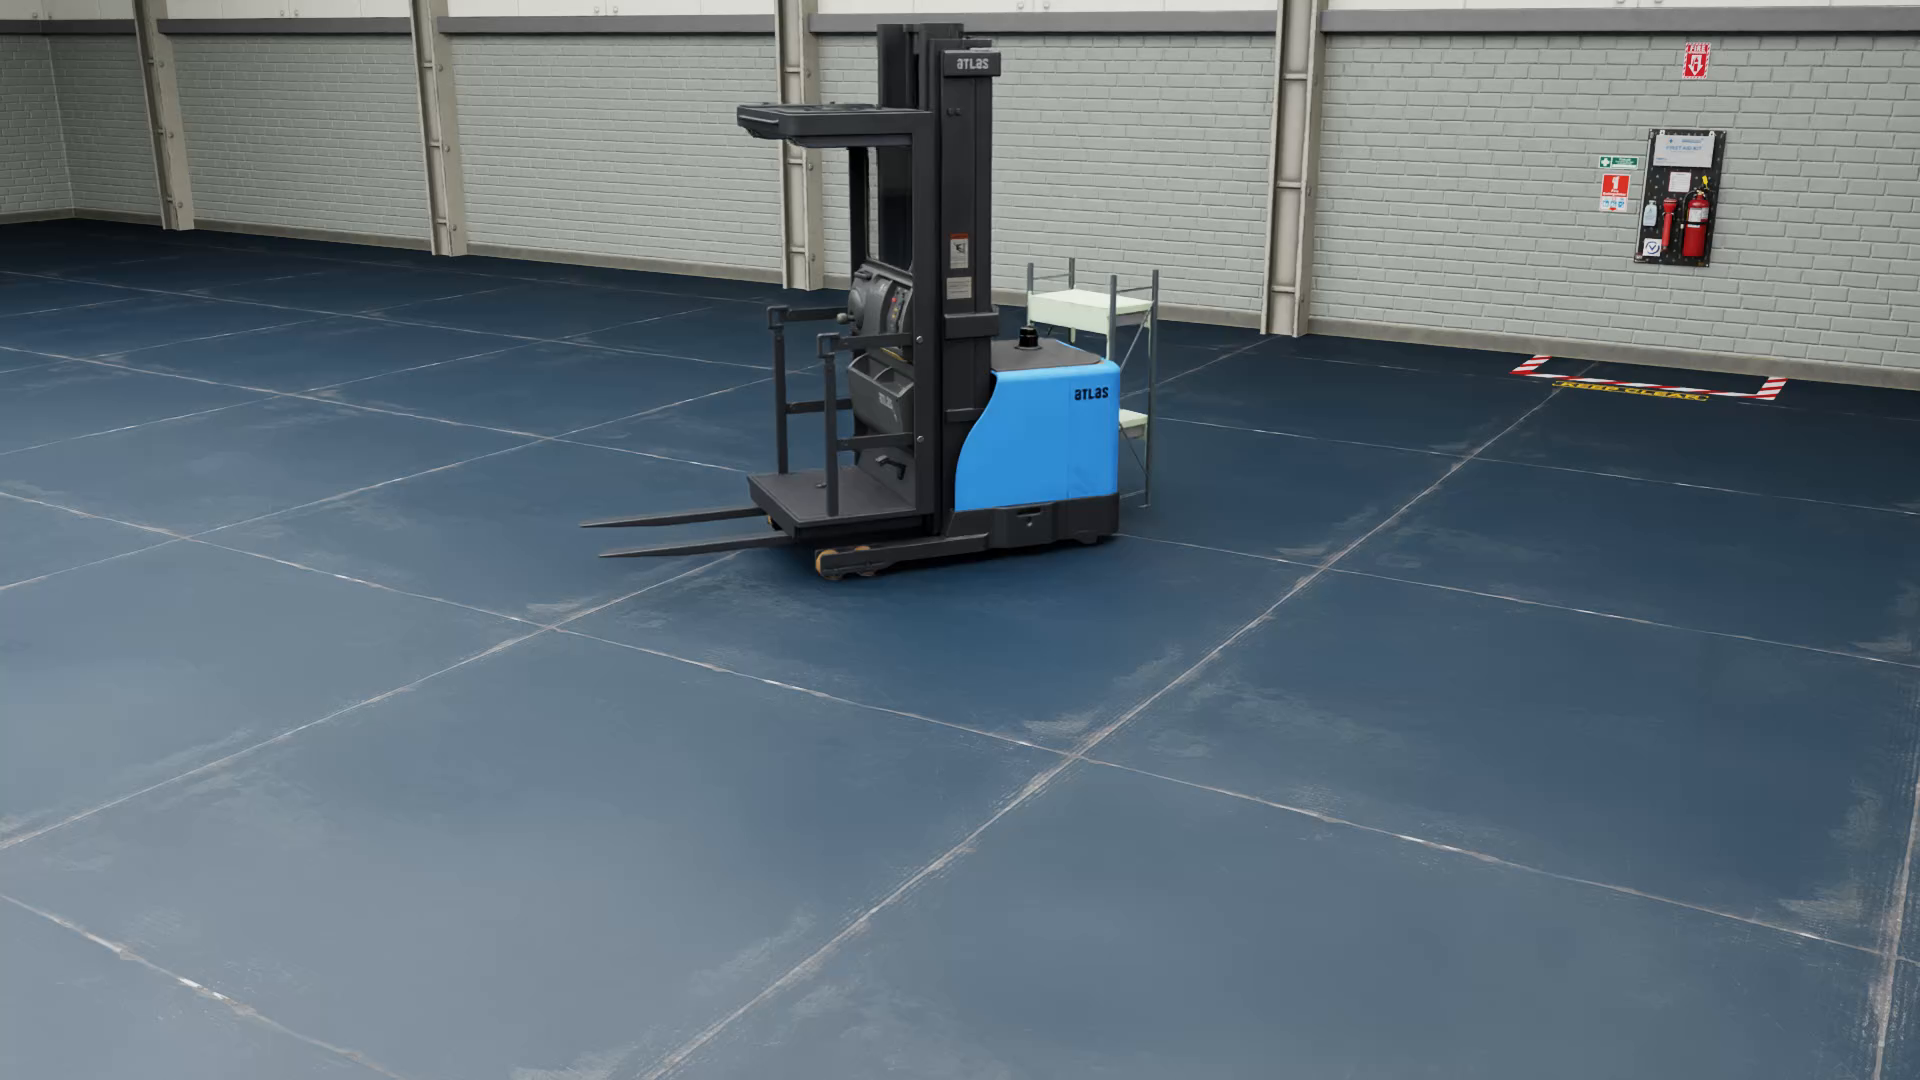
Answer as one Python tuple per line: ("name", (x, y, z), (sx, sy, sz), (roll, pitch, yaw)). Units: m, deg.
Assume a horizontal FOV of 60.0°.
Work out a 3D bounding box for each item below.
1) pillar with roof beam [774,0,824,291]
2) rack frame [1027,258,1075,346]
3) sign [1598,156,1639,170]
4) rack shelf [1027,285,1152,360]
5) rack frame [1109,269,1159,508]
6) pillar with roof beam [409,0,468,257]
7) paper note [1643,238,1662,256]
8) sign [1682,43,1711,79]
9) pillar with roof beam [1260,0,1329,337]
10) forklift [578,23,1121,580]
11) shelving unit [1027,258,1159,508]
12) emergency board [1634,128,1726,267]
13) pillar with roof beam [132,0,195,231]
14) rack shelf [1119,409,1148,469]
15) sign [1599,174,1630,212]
("pillar with roof beam", (-4.106, -6.231, 14.910), (0.400, 9.000, 9.100), (10, 20, 30))
("rack frame", (0.582, -1.061, 10.795), (0.400, 1.500, 0.023), (-14, 22, -38))
("sign", (5.869, -3.364, 14.821), (0.331, 0.109, 0.001), (10, 20, 30))
("rack shelf", (0.820, -1.354, 10.415), (0.431, 0.370, 0.720), (-14, 22, -38))
("rack frame", (1.057, -0.899, 10.262), (0.400, 1.500, 0.023), (-14, 22, -38))
("pillar with roof beam", (-9.219, -7.143, 17.915), (0.400, 9.000, 9.100), (10, 20, 30))
("paper note", (6.172, -2.609, 14.825), (0.142, 0.148, 0.016), (10, 20, 30))
("sign", (6.332, -4.122, 14.300), (0.199, 0.298, 0.001), (10, 20, 30))
("pillar with roof beam", (1.007, -5.318, 11.906), (0.400, 9.000, 9.100), (10, 20, 30))
("forklift", (-0.633, -1.355, 9.299), (3.031, 2.935, 1.130), (-7, 18, -21))
("shelving unit", (0.820, -0.980, 10.528), (0.431, 1.500, 0.755), (-14, 22, -38))
("emergency board", (6.287, -2.986, 14.552), (0.643, 1.169, 0.194), (10, 20, 30))
("pillar with roof beam", (-14.331, -8.056, 20.919), (0.400, 9.000, 9.100), (10, 20, 30))
("rack shelf", (0.820, -0.668, 10.623), (0.431, 0.370, 0.720), (-14, 22, -38))
("sign", (5.869, -3.113, 14.908), (0.234, 0.329, 0.001), (10, 20, 30))
